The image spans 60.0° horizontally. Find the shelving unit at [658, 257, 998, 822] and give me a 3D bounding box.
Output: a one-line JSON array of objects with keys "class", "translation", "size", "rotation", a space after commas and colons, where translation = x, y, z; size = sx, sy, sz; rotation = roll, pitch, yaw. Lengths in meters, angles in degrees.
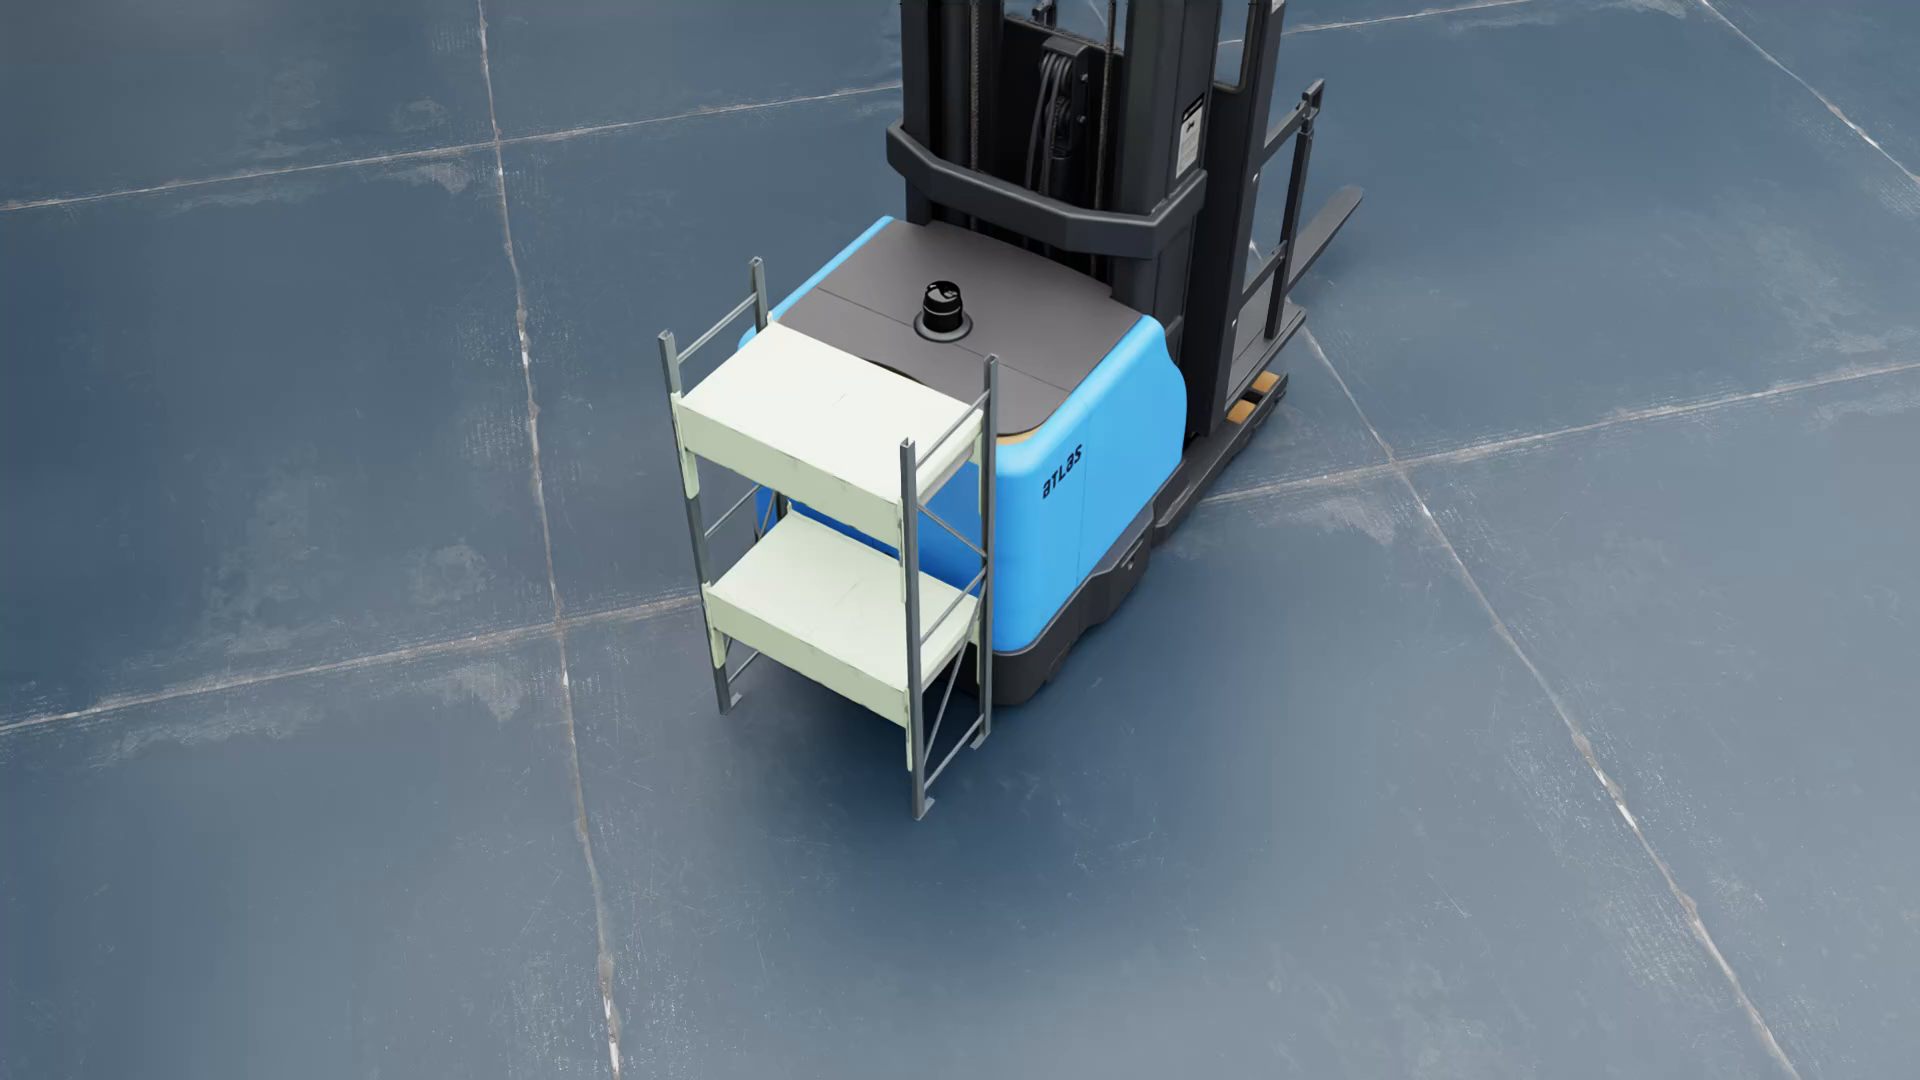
[{"class": "shelving unit", "translation": [-0.330, 0.045, 4.656], "size": [0.755, 1.500, 0.431], "rotation": [25, 51, 22]}]

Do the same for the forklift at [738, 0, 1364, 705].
[{"class": "forklift", "translation": [0.560, -1.544, 5.210], "size": [1.130, 2.935, 3.031], "rotation": [25, 51, 22]}]

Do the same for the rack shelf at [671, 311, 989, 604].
[{"class": "rack shelf", "translation": [-0.330, -0.228, 4.377], "size": [0.720, 0.370, 0.431], "rotation": [25, 51, 22]}]

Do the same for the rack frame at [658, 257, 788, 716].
[{"class": "rack frame", "translation": [-0.636, -0.098, 4.796], "size": [0.023, 1.500, 0.400], "rotation": [25, 51, 22]}]

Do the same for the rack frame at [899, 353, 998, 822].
[{"class": "rack frame", "translation": [-0.023, 0.187, 4.516], "size": [0.023, 1.500, 0.400], "rotation": [25, 51, 22]}]

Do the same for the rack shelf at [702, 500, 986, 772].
[{"class": "rack shelf", "translation": [-0.329, 0.273, 4.889], "size": [0.720, 0.370, 0.431], "rotation": [25, 51, 22]}]
